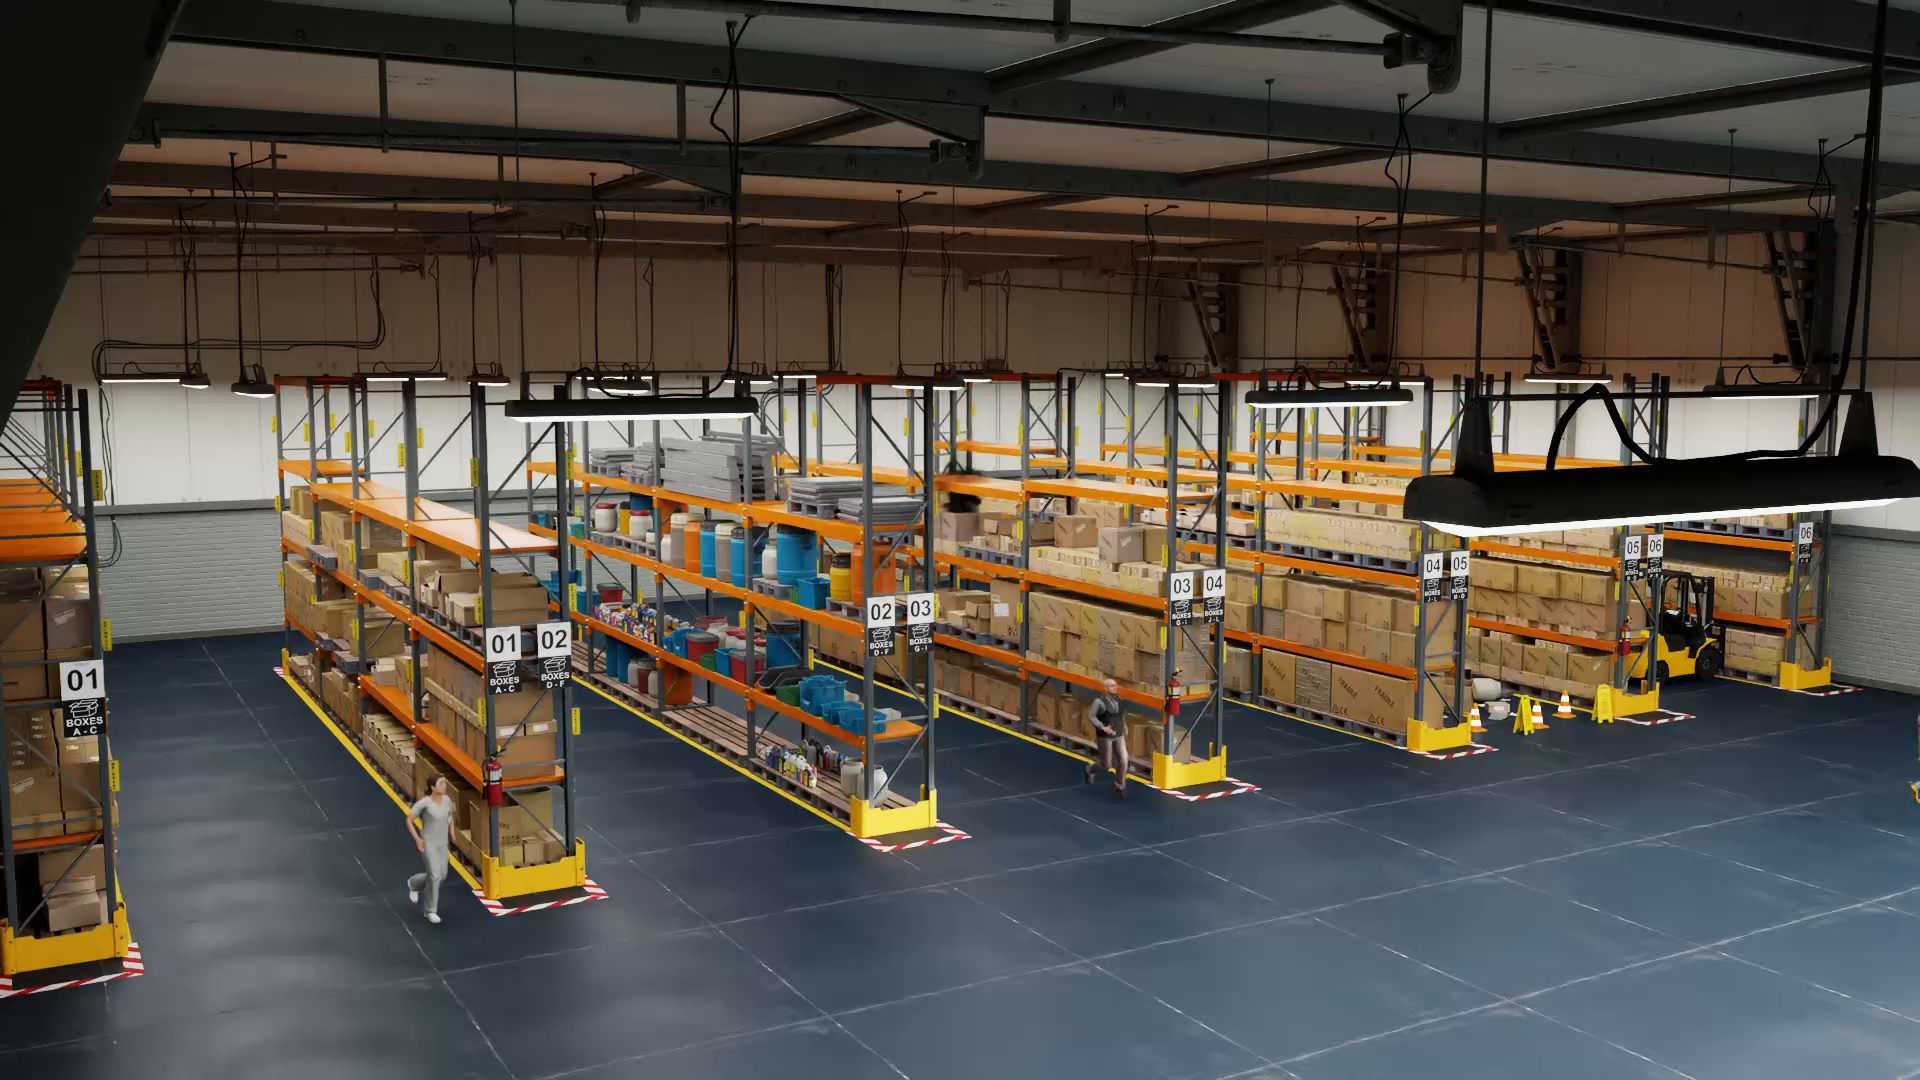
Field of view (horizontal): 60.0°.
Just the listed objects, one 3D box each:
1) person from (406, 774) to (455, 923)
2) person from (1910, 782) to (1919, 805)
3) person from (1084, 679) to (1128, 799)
[{"bbox_3d":[-6.033,3.474,18.980,0.706,1.619,0.596,4,8,35],"label":"person"},{"bbox_3d":[13.398,3.012,22.685,0.661,1.706,0.720,1,6,10],"label":"person"},{"bbox_3d":[2.149,2.864,24.143,0.716,1.728,0.784,-5,8,-37],"label":"person"}]
